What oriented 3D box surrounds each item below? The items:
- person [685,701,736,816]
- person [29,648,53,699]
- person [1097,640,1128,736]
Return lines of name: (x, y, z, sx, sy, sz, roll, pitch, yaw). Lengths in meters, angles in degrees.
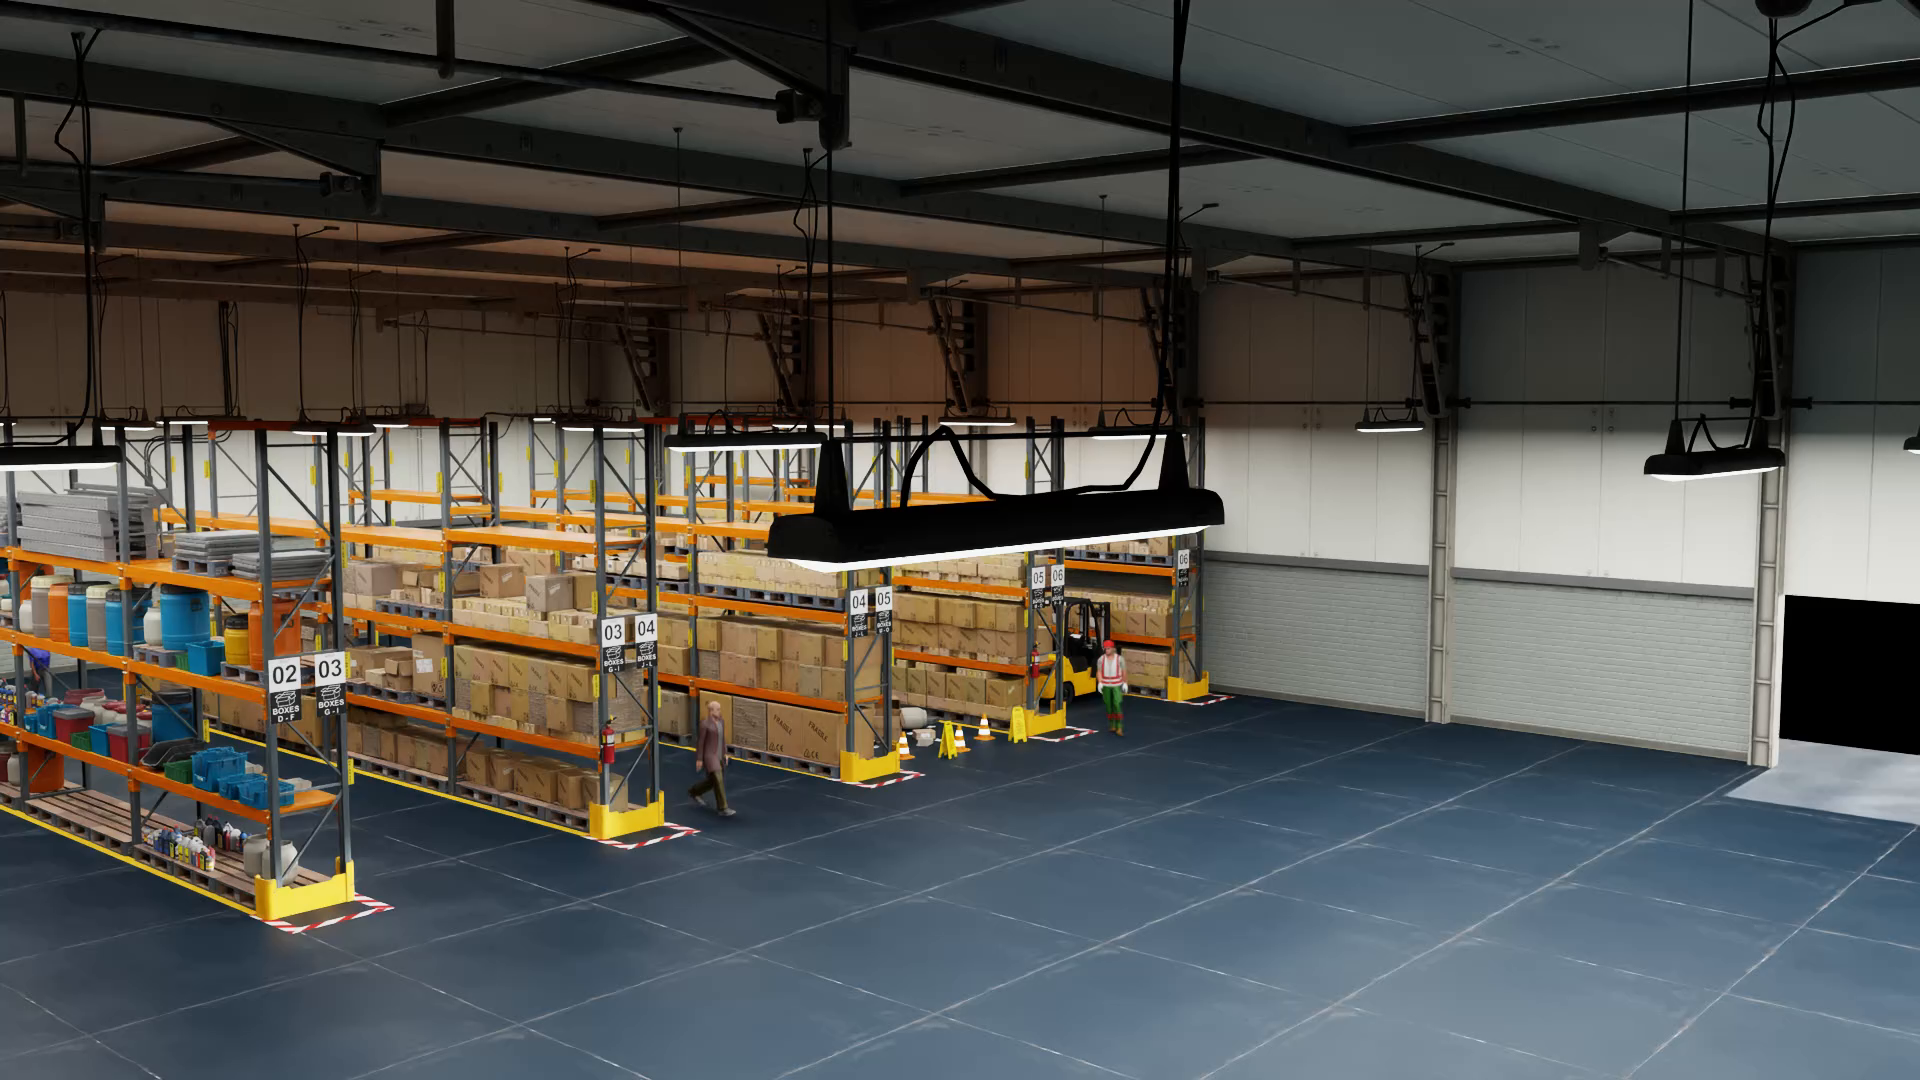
person: (-3.826, 3.338, 25.606, 1.092, 1.735, 0.623, 2, 5, 27)
person: (-18.636, 2.713, 33.704, 0.406, 1.588, 1.056, -4, 6, -39)
person: (2.891, 2.808, 31.705, 0.605, 1.778, 0.731, 2, 5, 19)
